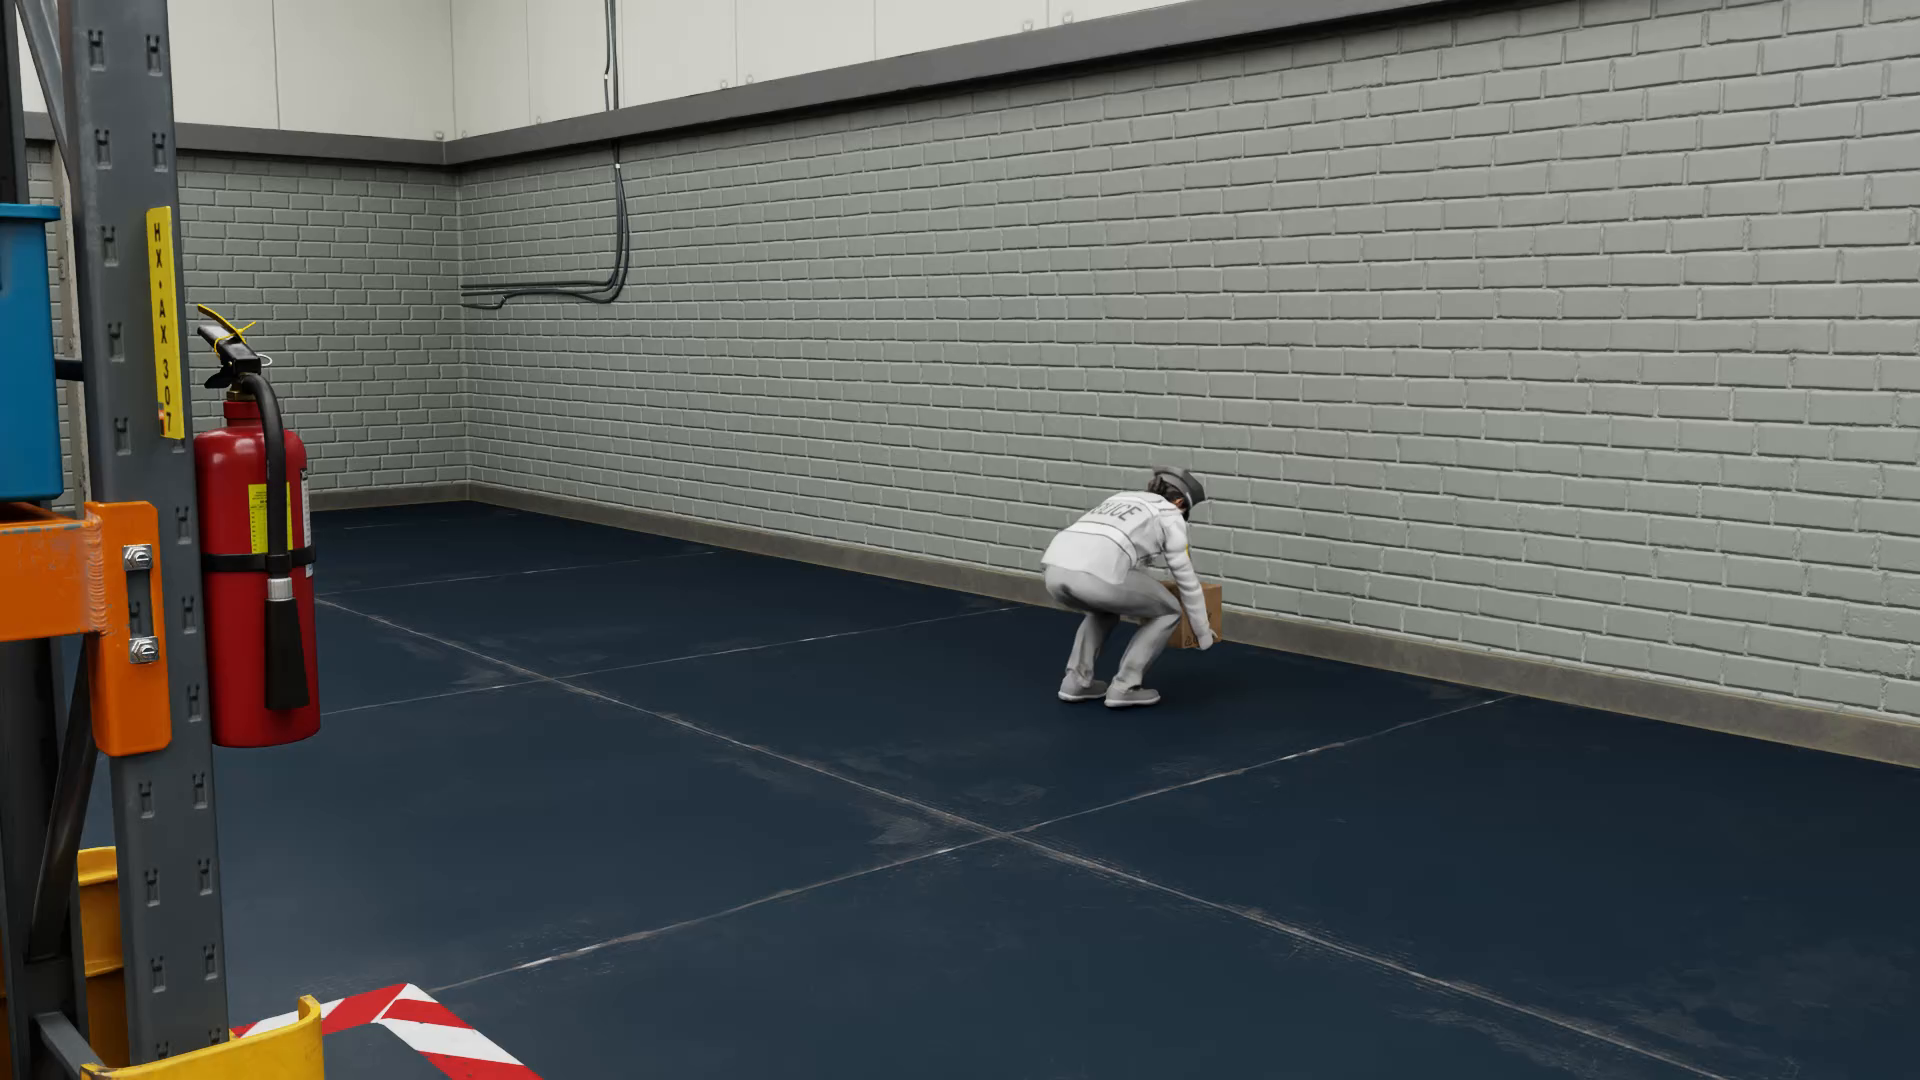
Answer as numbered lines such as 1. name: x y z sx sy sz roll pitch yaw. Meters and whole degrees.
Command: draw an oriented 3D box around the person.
1. person: 0.715 0.187 7.008 0.883 0.982 0.454 -7 10 -43
